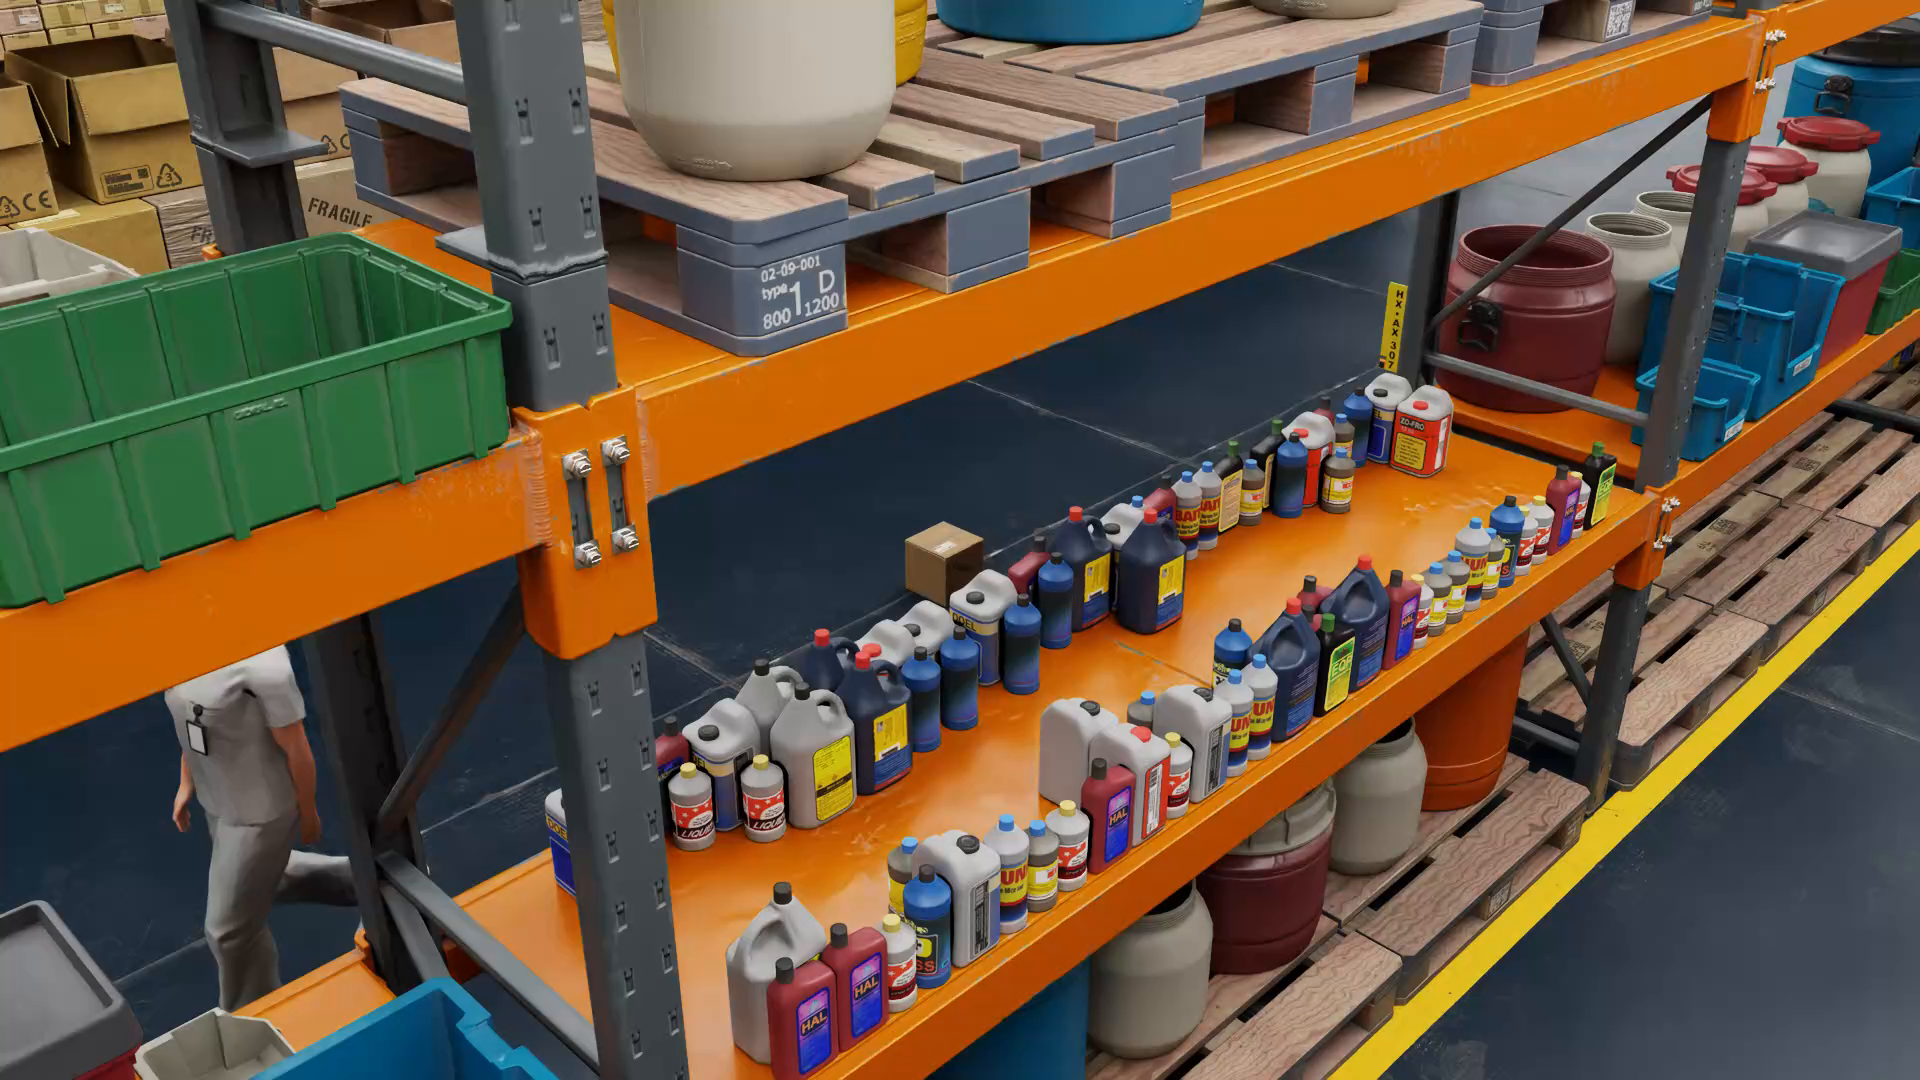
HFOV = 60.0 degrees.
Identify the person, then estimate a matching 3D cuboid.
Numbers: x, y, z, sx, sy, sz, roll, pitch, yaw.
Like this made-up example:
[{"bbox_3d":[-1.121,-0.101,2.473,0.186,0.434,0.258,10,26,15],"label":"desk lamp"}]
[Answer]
[{"bbox_3d":[-1.989,0.717,4.756,0.436,1.639,0.856,22,35,36],"label":"person"}]
